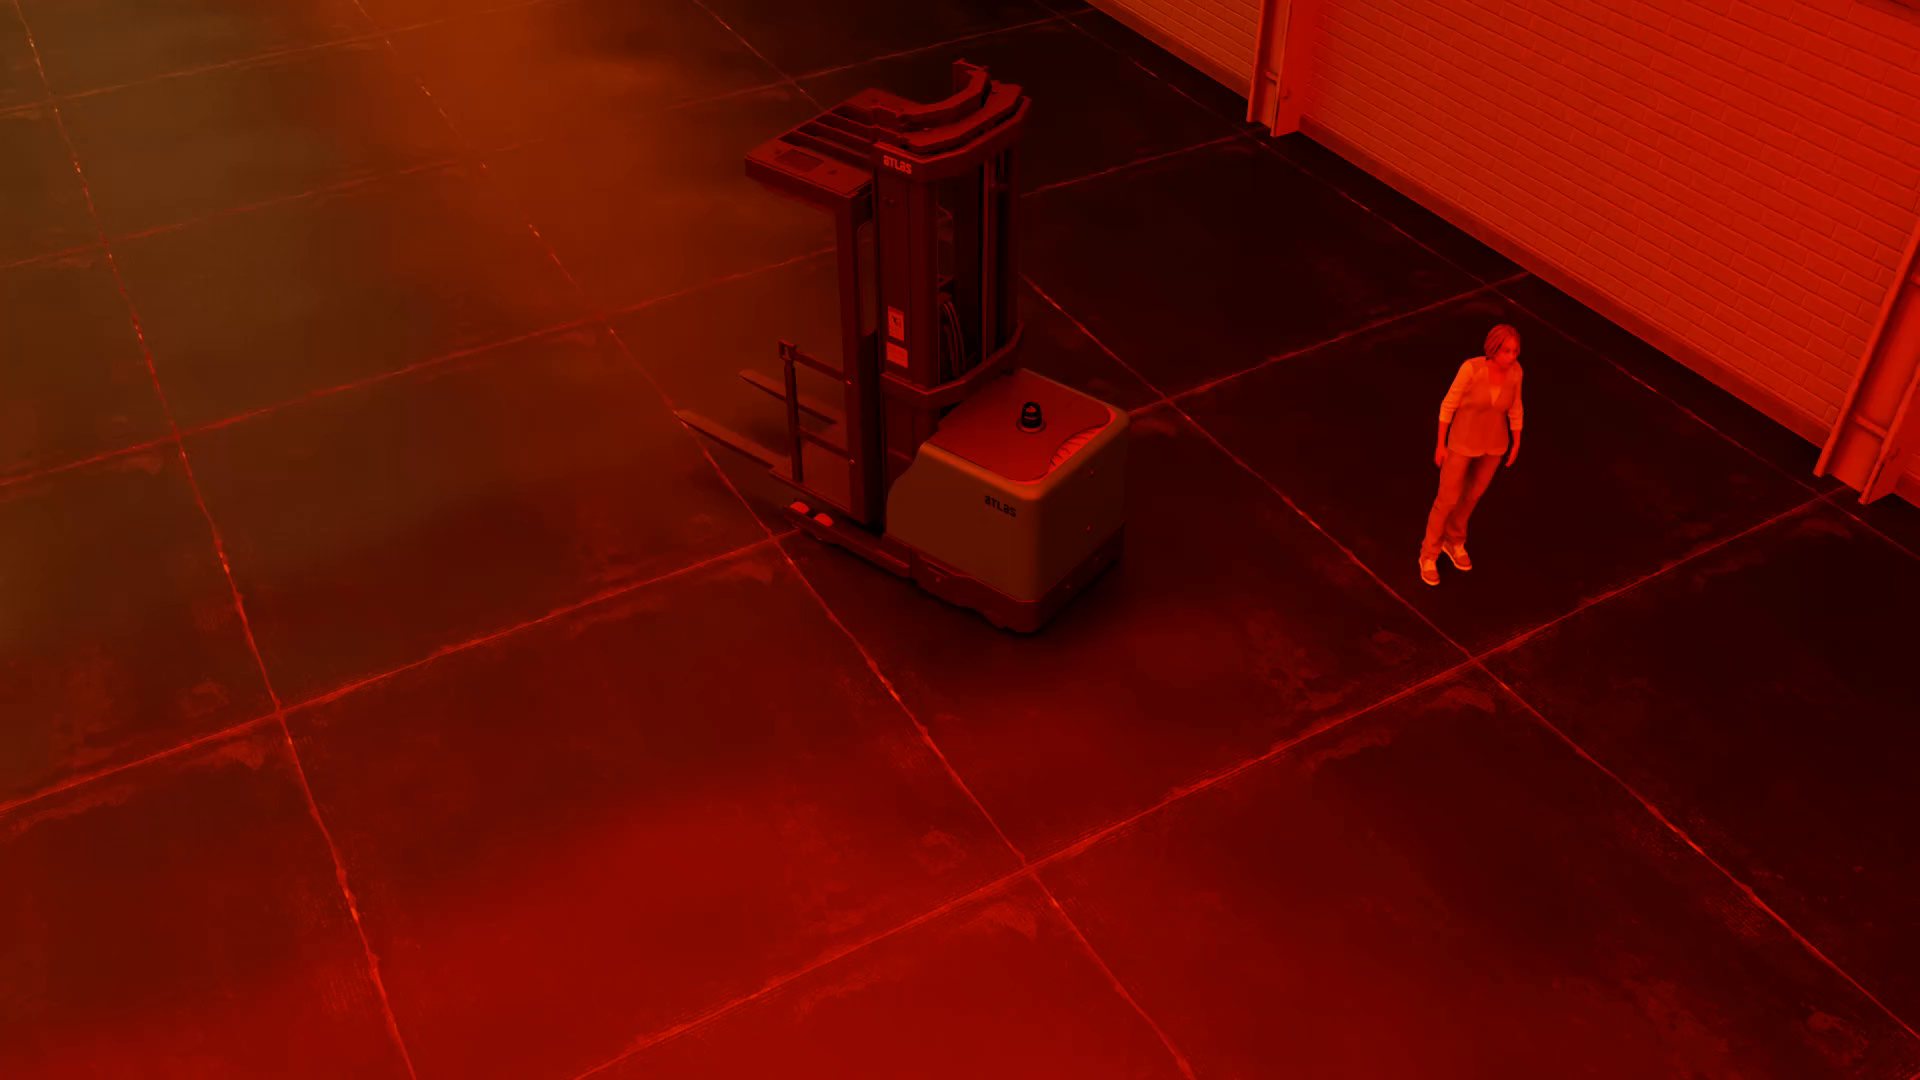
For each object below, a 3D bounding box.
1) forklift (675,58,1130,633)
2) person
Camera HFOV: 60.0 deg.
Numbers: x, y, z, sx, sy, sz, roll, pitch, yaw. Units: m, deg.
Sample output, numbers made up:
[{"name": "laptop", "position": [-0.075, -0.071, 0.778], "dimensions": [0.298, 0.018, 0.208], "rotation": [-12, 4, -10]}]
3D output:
[{"name": "forklift", "position": [-0.481, -1.366, 9.683], "dimensions": [3.031, 2.935, 1.130], "rotation": [26, 46, 28]}, {"name": "person", "position": [3.022, -0.491, 9.664], "dimensions": [0.514, 1.600, 0.474], "rotation": [-5, 40, -6]}]
